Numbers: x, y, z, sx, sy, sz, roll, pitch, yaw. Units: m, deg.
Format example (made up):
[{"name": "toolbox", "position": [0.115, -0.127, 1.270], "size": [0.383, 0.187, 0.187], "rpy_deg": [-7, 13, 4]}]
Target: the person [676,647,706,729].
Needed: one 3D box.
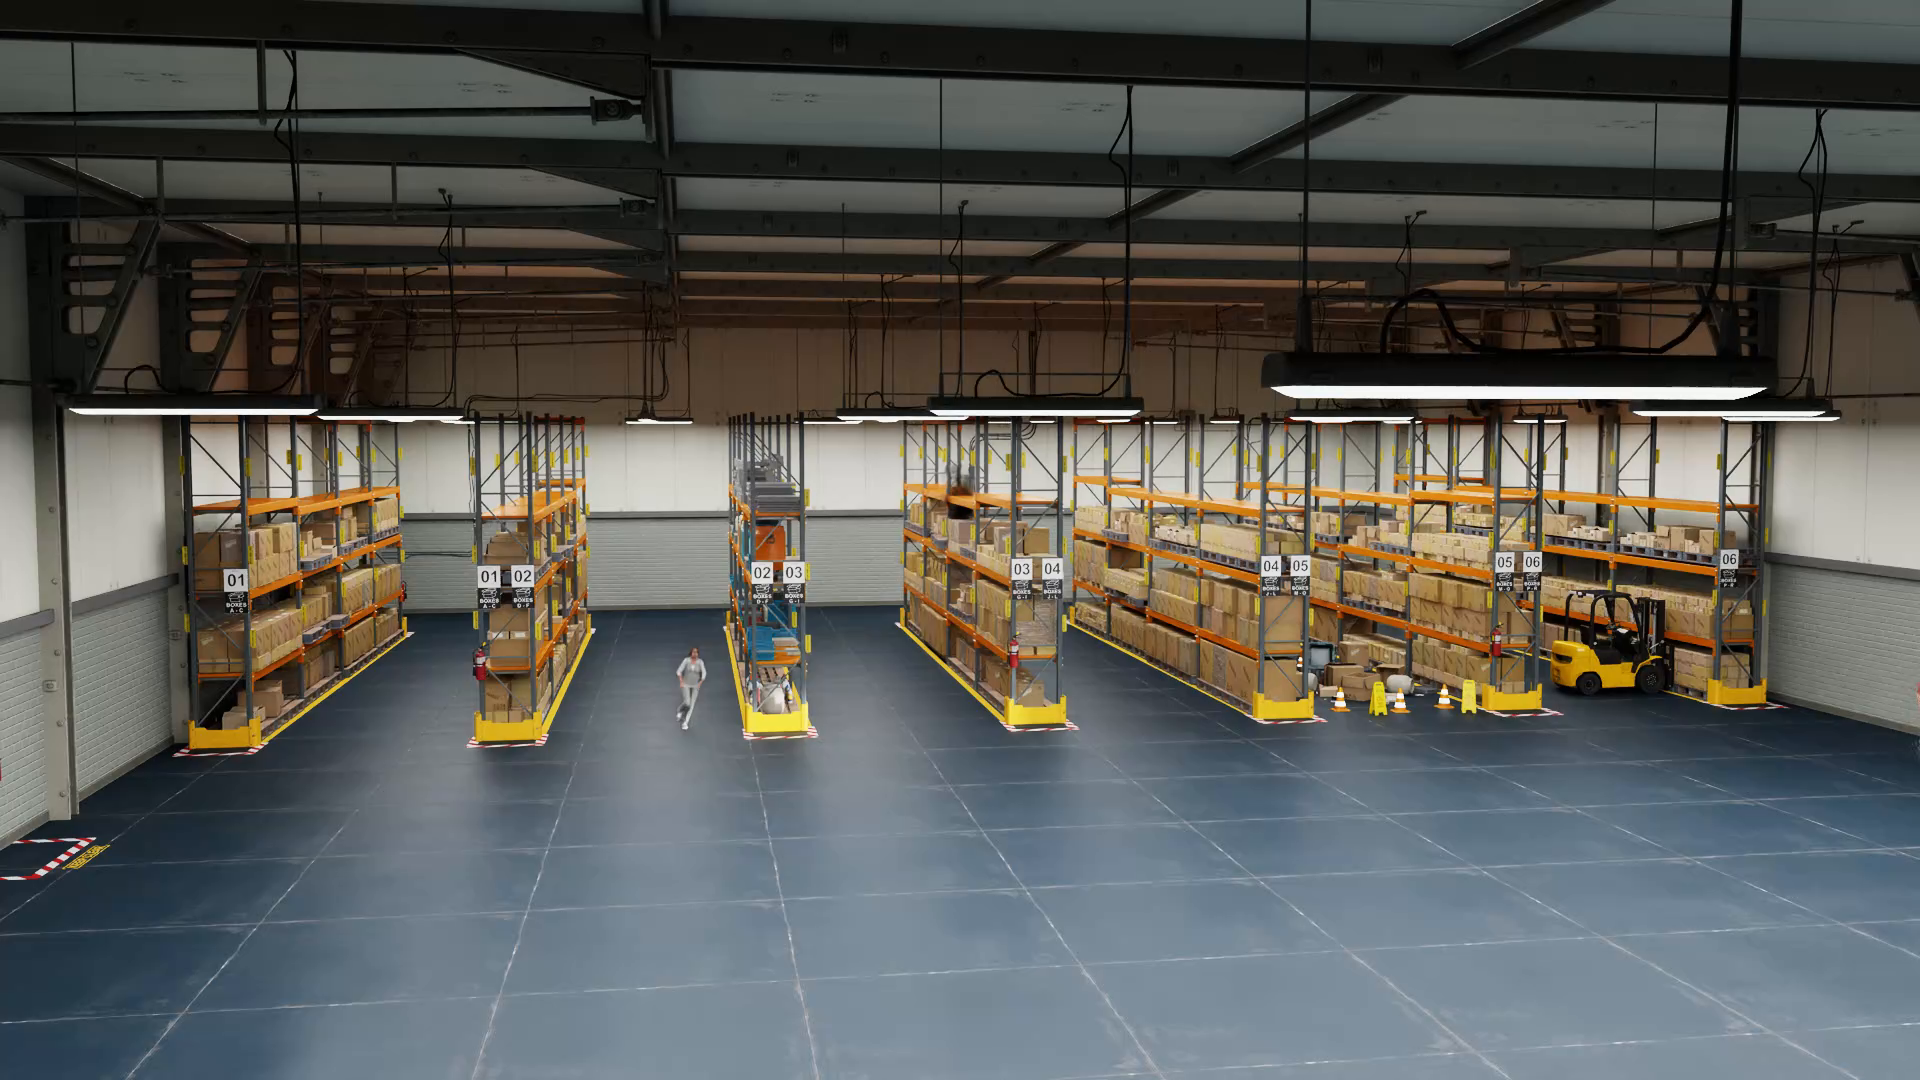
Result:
[{"name": "person", "position": [-5.109, 2.804, 31.699], "size": [0.555, 1.553, 0.534], "rpy_deg": [-1, 4, -19]}]

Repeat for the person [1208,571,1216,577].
[{"name": "person", "position": [7.646, 1.468, 50.613], "size": [0.507, 1.626, 0.651], "rpy_deg": [0, 4, -3]}]

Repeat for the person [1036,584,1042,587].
[{"name": "person", "position": [2.128, 1.577, 48.731], "size": [0.846, 1.756, 0.570], "rpy_deg": [2, 4, 27]}]
